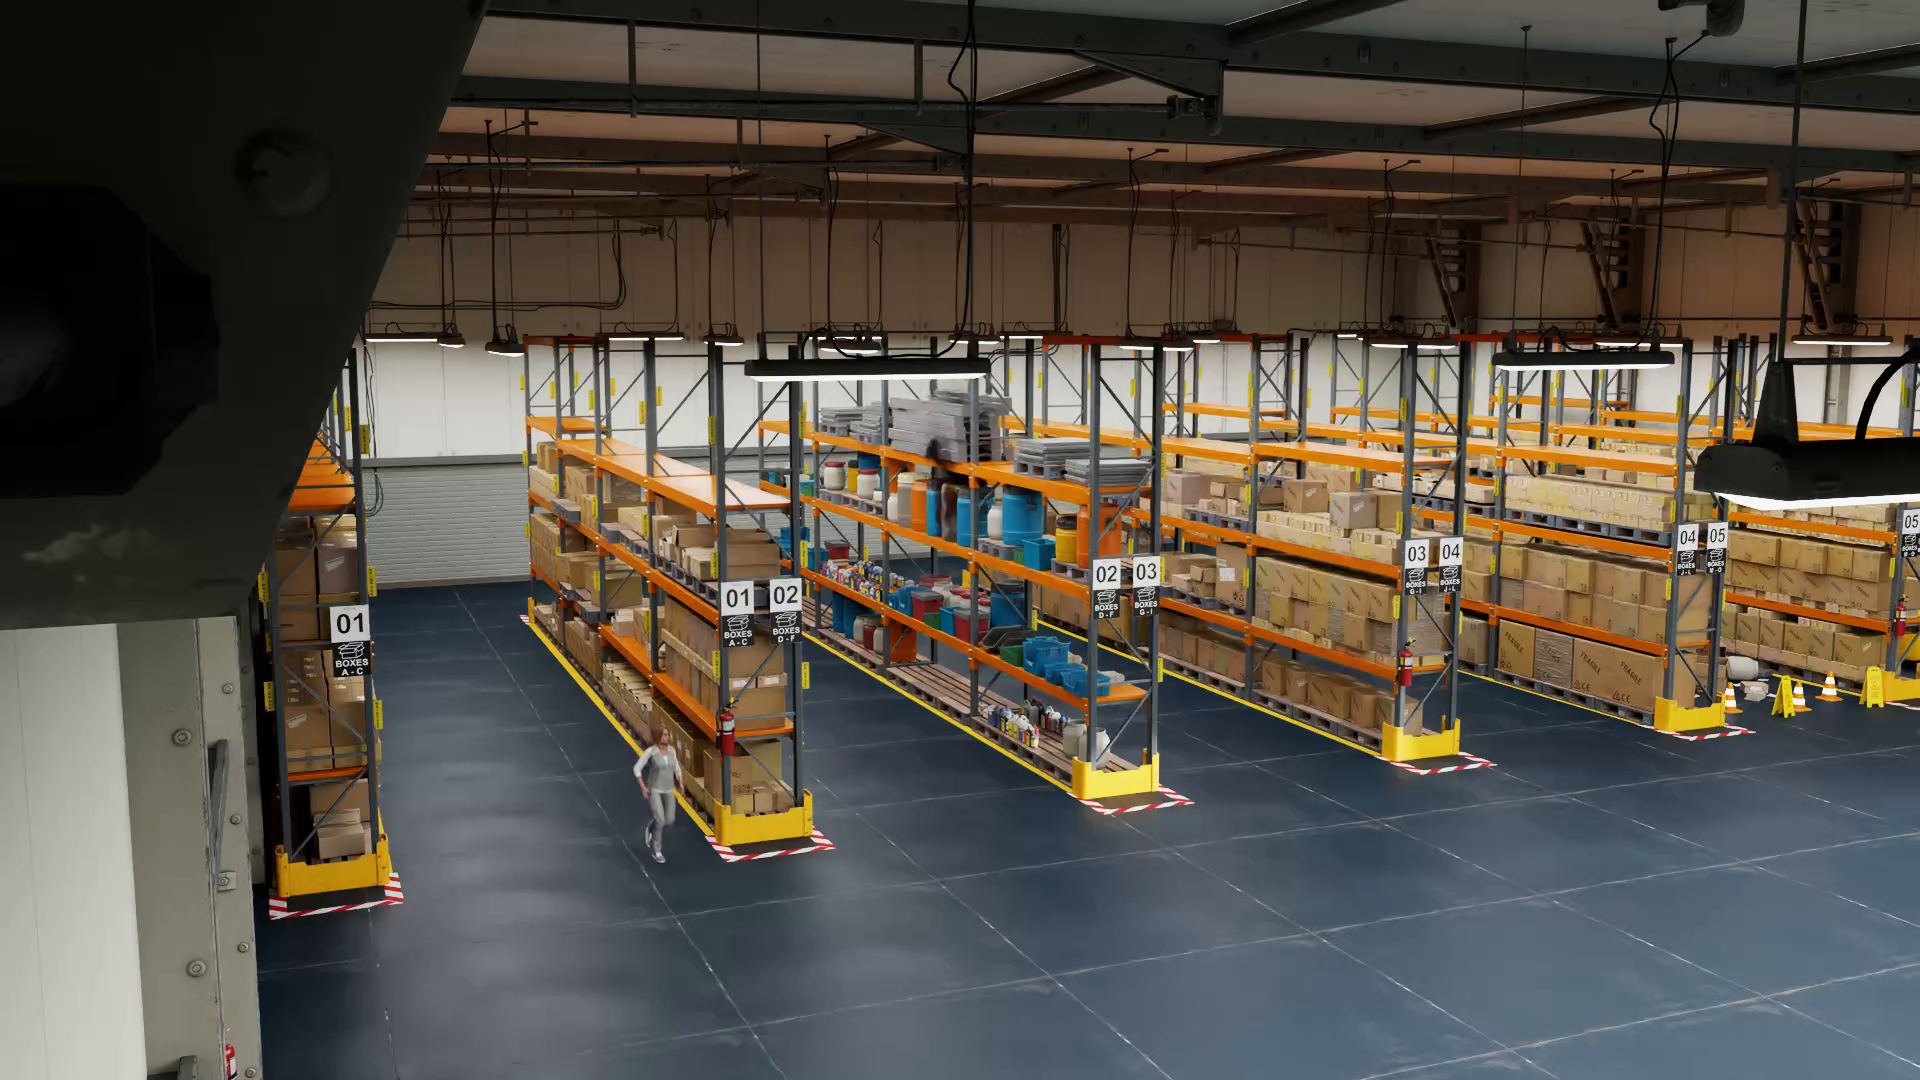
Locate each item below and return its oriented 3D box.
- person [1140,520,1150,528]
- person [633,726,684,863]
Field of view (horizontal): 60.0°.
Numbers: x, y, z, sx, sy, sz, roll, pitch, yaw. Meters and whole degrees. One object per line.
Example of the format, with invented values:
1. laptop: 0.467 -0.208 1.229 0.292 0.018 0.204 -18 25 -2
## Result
1. person: 4.661 0.008 41.631 0.858 1.561 0.583 -3 8 -20
2. person: -3.542 2.981 19.631 0.598 1.556 0.515 -6 9 -37
